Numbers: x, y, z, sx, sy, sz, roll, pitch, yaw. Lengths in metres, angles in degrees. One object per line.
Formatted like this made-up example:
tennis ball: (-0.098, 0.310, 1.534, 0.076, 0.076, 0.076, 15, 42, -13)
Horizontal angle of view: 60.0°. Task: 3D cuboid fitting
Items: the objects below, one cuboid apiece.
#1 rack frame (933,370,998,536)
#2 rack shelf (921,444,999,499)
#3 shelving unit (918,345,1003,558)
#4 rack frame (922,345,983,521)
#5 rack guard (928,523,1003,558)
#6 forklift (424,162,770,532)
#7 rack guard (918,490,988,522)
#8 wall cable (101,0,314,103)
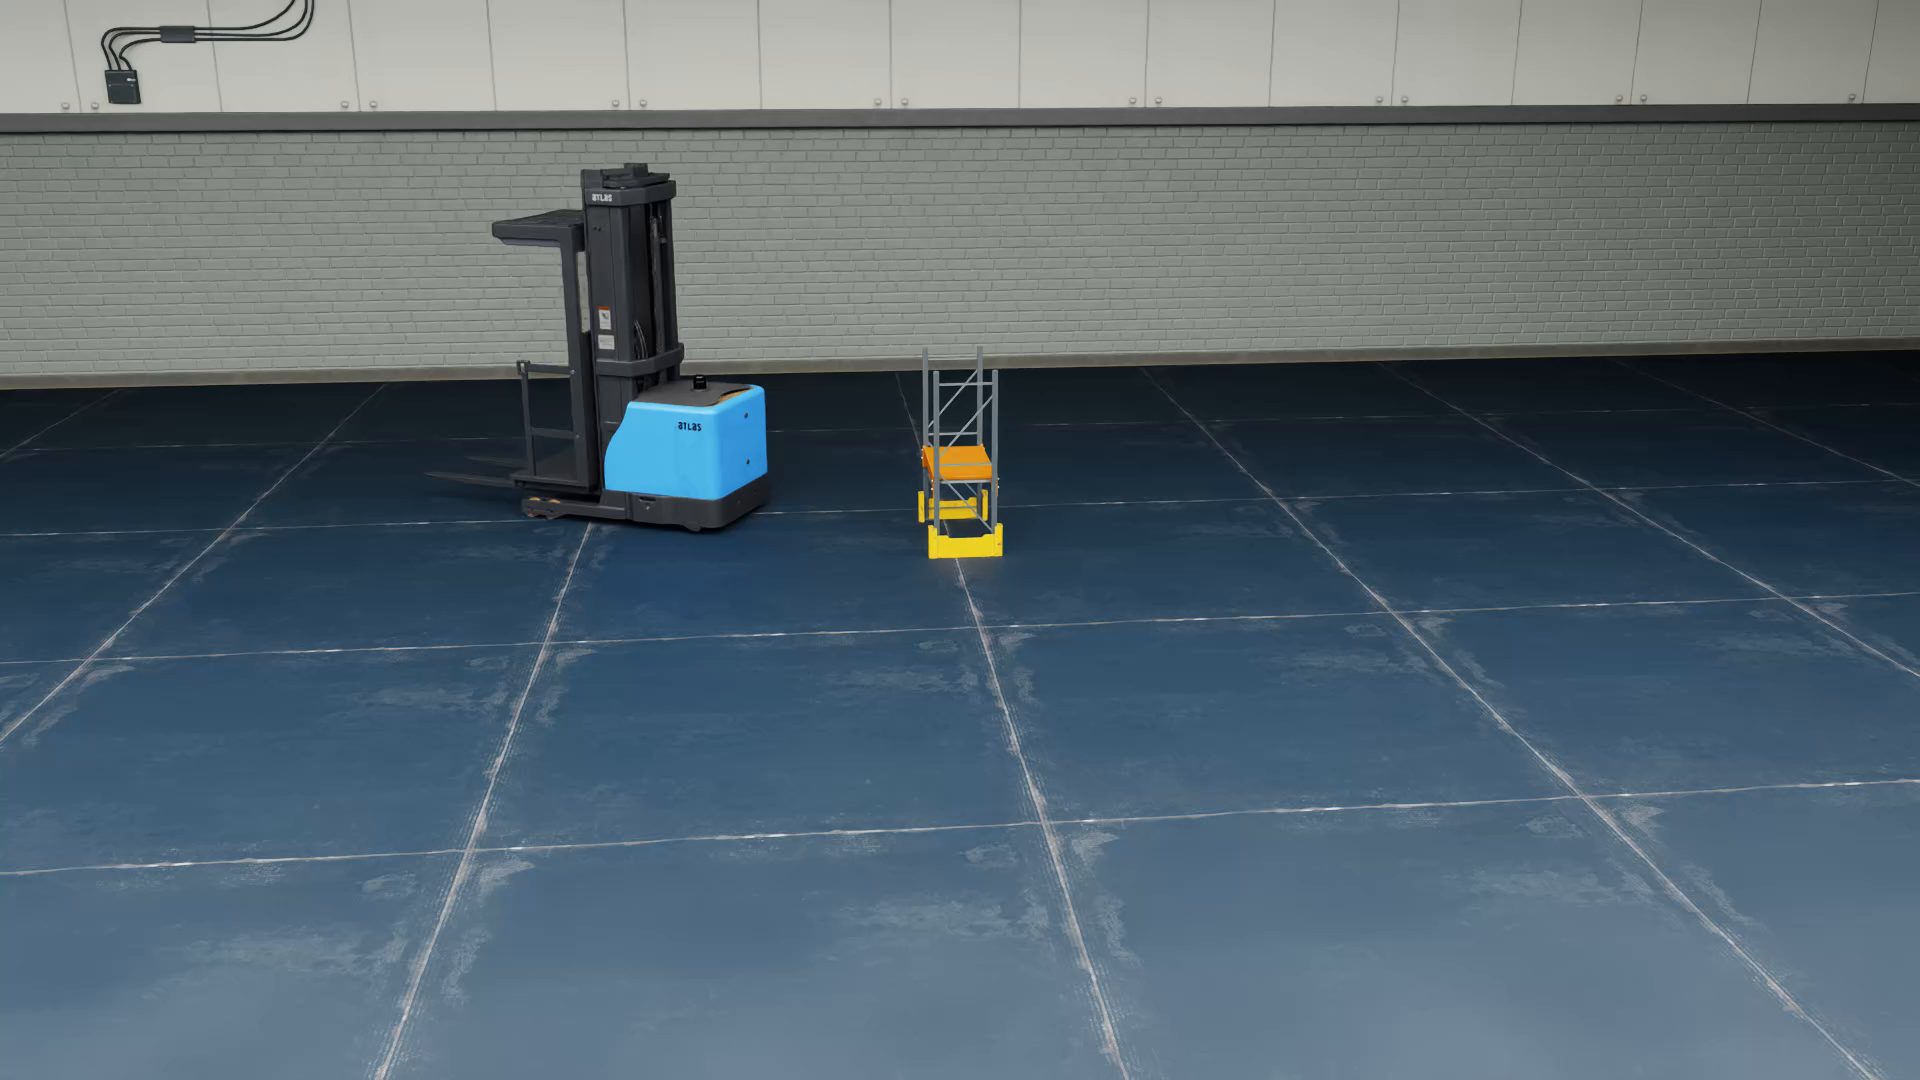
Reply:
rack frame: (0.044, -0.590, 13.051, 0.500, 1.500, 0.032, -2, 18, -6)
rack shelf: (-0.009, -0.569, 13.587, 0.538, 0.185, 1.000, -2, 18, -6)
shelving unit: (-0.008, -0.738, 13.525, 0.587, 1.500, 1.083, -2, 18, -6)
rack frame: (-0.061, -0.892, 14.016, 0.500, 1.500, 0.032, -2, 18, -6)
rack guard: (0.043, 0.006, 13.239, 0.587, 0.250, 0.087, -2, 18, -6)
forklift: (-3.243, -1.718, 14.256, 3.031, 2.935, 1.130, 6, 18, 18)
rack guard: (-0.059, -0.290, 14.185, 0.587, 0.250, 0.087, -2, 18, -6)
wall cable: (-8.248, -7.729, 17.596, 2.305, 6.003, 0.169, -2, 18, -6)
